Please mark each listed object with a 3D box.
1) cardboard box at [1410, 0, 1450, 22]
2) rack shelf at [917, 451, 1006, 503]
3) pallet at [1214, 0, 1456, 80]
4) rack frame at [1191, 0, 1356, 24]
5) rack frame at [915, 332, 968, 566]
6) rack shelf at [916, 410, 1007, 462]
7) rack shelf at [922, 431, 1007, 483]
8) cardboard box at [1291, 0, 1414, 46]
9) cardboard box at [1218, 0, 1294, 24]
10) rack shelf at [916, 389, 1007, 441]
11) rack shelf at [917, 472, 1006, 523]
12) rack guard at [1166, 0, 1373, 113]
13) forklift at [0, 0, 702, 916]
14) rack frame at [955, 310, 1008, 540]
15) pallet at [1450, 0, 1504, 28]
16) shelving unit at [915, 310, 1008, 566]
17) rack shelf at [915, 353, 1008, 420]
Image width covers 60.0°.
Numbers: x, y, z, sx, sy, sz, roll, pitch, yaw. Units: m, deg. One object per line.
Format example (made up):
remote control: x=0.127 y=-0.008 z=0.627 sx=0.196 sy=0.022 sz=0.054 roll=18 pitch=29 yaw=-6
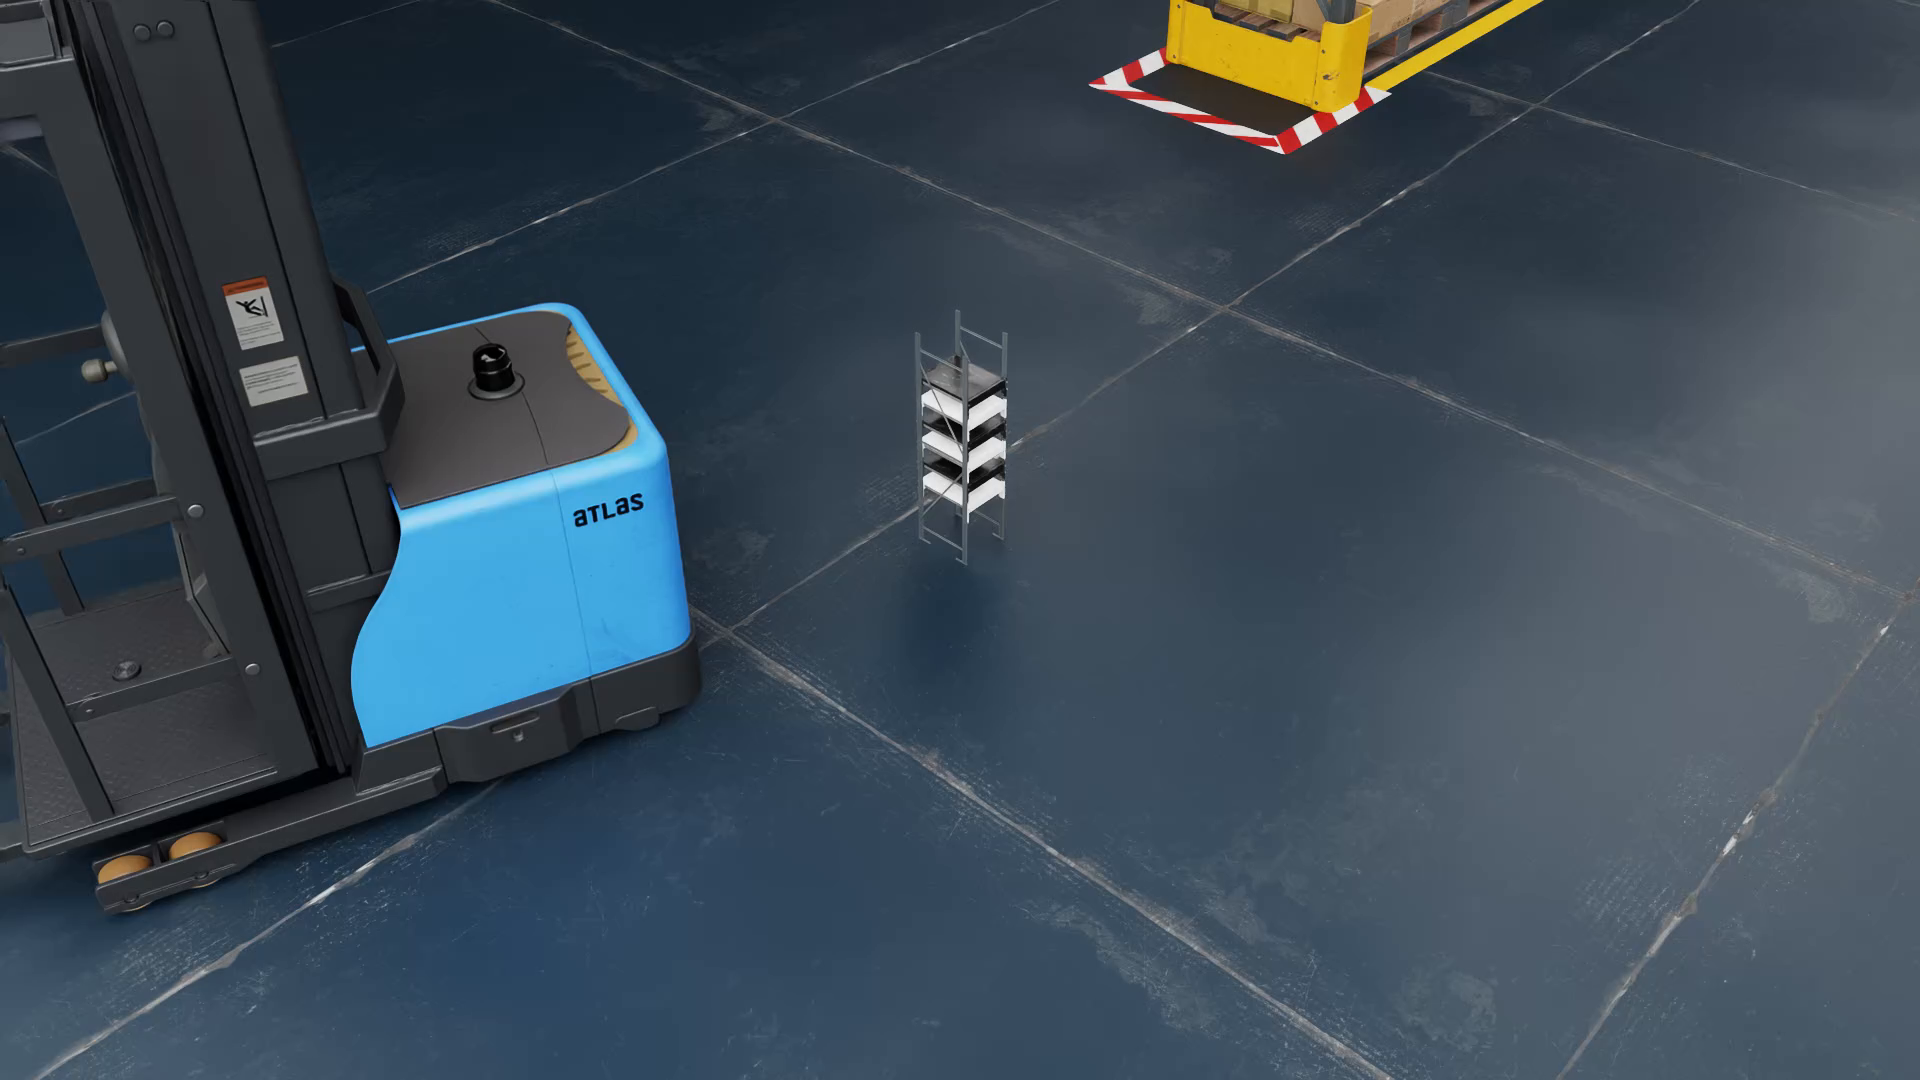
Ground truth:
cardboard box: x=2.612 y=-3.336 z=9.907 sx=0.500 sy=0.250 sz=0.500 roll=30 pitch=47 yaw=32
rack shelf: x=0.005 y=-0.259 z=6.051 sx=0.258 sy=0.077 sz=0.200 roll=30 pitch=47 yaw=32
pallet: x=2.237 y=-3.141 z=10.030 sx=1.003 sy=0.211 sz=1.213 roll=30 pitch=47 yaw=32
rack frame: x=1.752 y=-3.863 z=8.698 sx=1.000 sy=3.000 sz=0.127 roll=30 pitch=47 yaw=32
rack frame: x=-0.063 y=-0.309 z=5.916 sx=0.240 sy=0.900 sz=0.006 roll=30 pitch=47 yaw=32
rack shelf: x=0.005 y=-0.400 z=5.939 sx=0.258 sy=0.077 sz=0.200 roll=30 pitch=47 yaw=32
rack shelf: x=0.005 y=-0.330 z=5.995 sx=0.258 sy=0.077 sz=0.200 roll=30 pitch=47 yaw=32
cardboard box: x=2.278 y=-3.104 z=9.616 sx=0.500 sy=0.250 sz=0.500 roll=30 pitch=47 yaw=32
cardboard box: x=1.895 y=-3.322 z=9.889 sx=0.500 sy=0.250 sz=0.500 roll=30 pitch=47 yaw=32
rack shelf: x=0.005 y=-0.471 z=5.883 sx=0.258 sy=0.077 sz=0.200 roll=30 pitch=47 yaw=32
rack shelf: x=0.005 y=-0.189 z=6.107 sx=0.258 sy=0.077 sz=0.200 roll=30 pitch=47 yaw=32
rack guard: x=1.736 y=-2.874 z=9.463 sx=1.175 sy=0.500 sz=0.348 roll=30 pitch=47 yaw=32
forklift: x=-2.406 y=-0.436 z=4.443 sx=3.031 sy=2.935 sz=1.130 roll=-18 pitch=42 yaw=-21
rack frame: x=0.074 y=-0.403 z=6.033 sx=0.240 sy=0.900 sz=0.006 roll=30 pitch=47 yaw=32
pallet: x=3.060 y=-3.699 z=10.732 sx=1.003 sy=0.211 sz=1.213 roll=30 pitch=47 yaw=32
shelving unit: x=0.005 y=-0.356 z=5.975 sx=0.258 sy=0.900 sz=0.210 roll=30 pitch=47 yaw=32
rack shelf: x=0.005 y=-0.541 z=5.827 sx=0.258 sy=0.077 sz=0.200 roll=30 pitch=47 yaw=32
